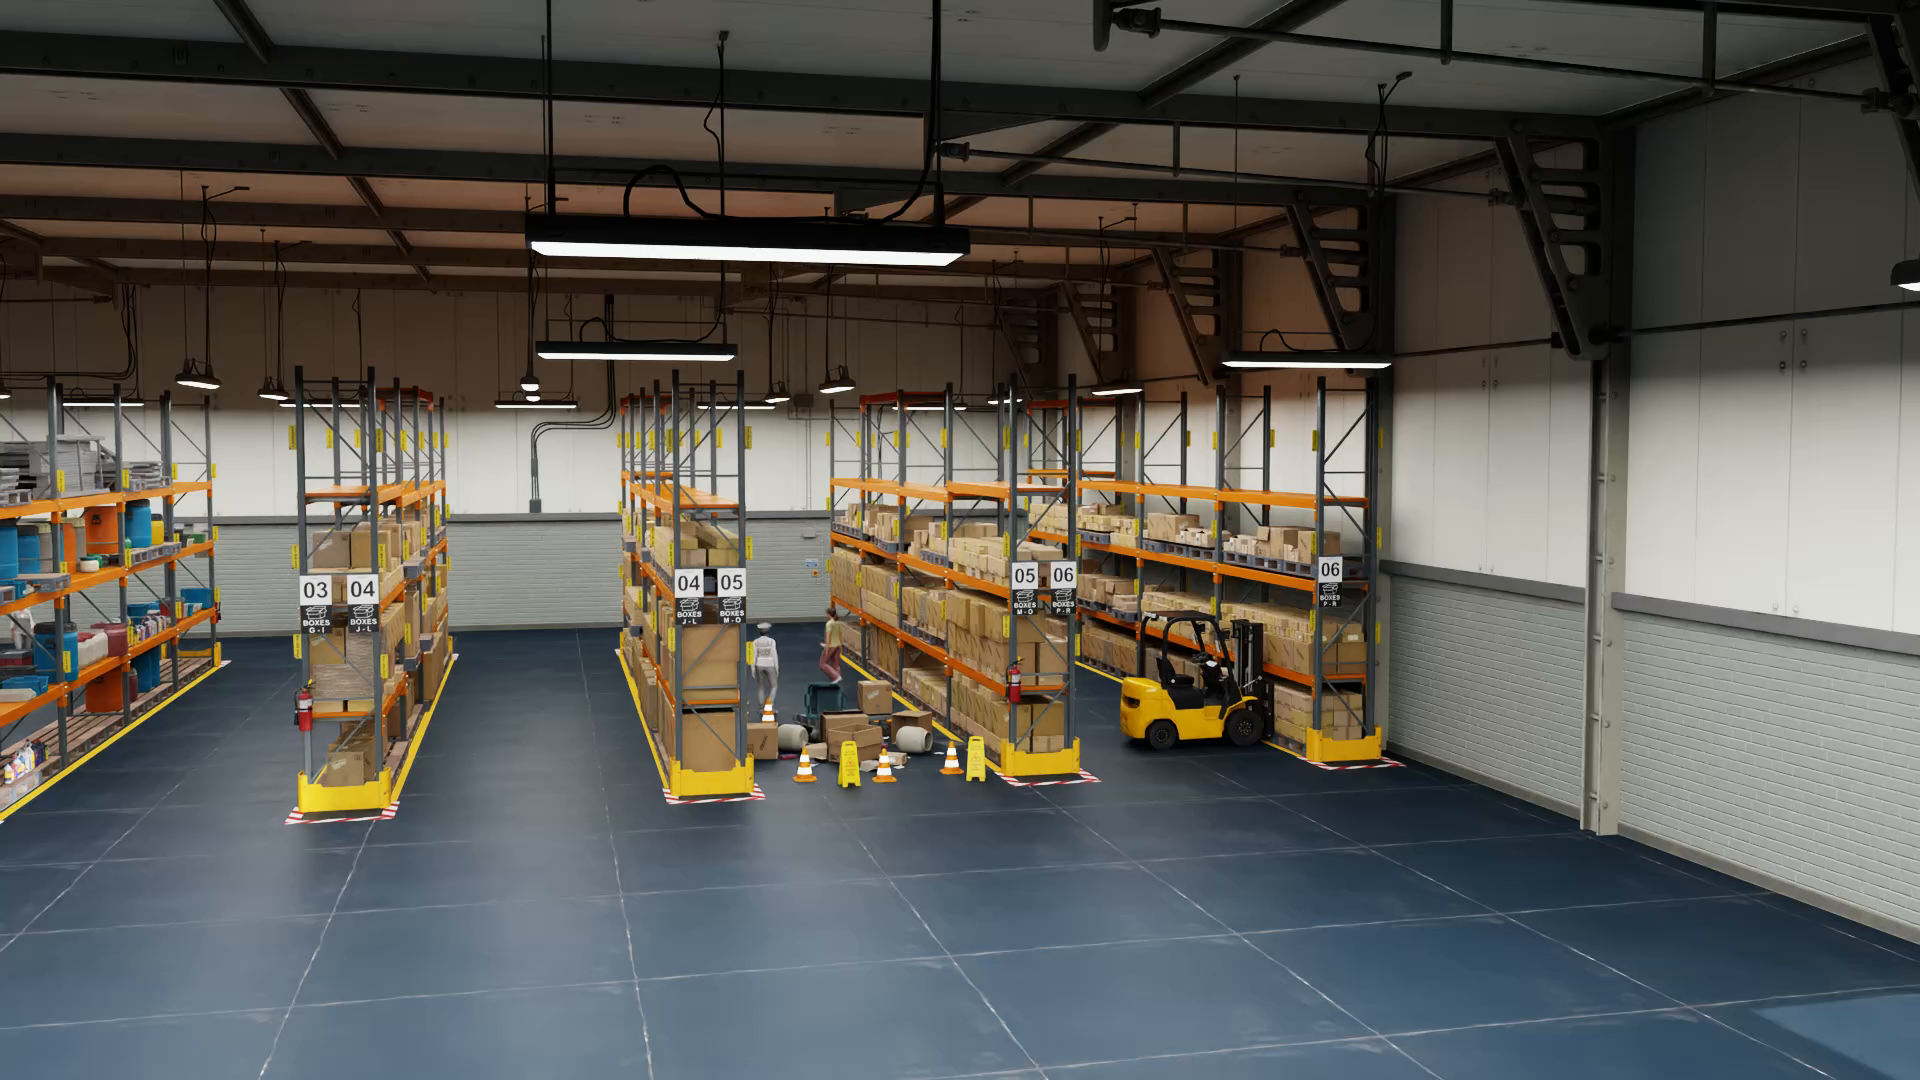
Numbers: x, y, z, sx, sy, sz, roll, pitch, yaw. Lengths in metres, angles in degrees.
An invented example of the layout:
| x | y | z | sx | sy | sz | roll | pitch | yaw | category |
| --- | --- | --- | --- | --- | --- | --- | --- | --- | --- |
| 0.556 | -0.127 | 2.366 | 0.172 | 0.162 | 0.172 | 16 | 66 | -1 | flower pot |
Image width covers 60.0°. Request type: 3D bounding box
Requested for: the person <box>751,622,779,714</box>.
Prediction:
| x | y | z | sx | sy | sz | roll | pitch | yaw | category |
| --- | --- | --- | --- | --- | --- | --- | --- | --- | --- |
| -3.571 | 2.357 | 30.386 | 0.521 | 1.676 | 0.457 | 1 | 3 | 9 | person |

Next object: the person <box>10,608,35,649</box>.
| x | y | z | sx | sy | sz | roll | pitch | yaw | category |
| --- | --- | --- | --- | --- | --- | --- | --- | --- | --- |
| -20.445 | 2.039 | 36.280 | 0.480 | 1.555 | 0.899 | -2 | 4 | -30 | person |

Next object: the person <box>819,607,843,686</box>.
| x | y | z | sx | sy | sz | roll | pitch | yaw | category |
| --- | --- | --- | --- | --- | --- | --- | --- | --- | --- |
| -2.514 | 2.176 | 33.257 | 0.507 | 1.670 | 0.499 | 2 | 4 | 34 | person |
